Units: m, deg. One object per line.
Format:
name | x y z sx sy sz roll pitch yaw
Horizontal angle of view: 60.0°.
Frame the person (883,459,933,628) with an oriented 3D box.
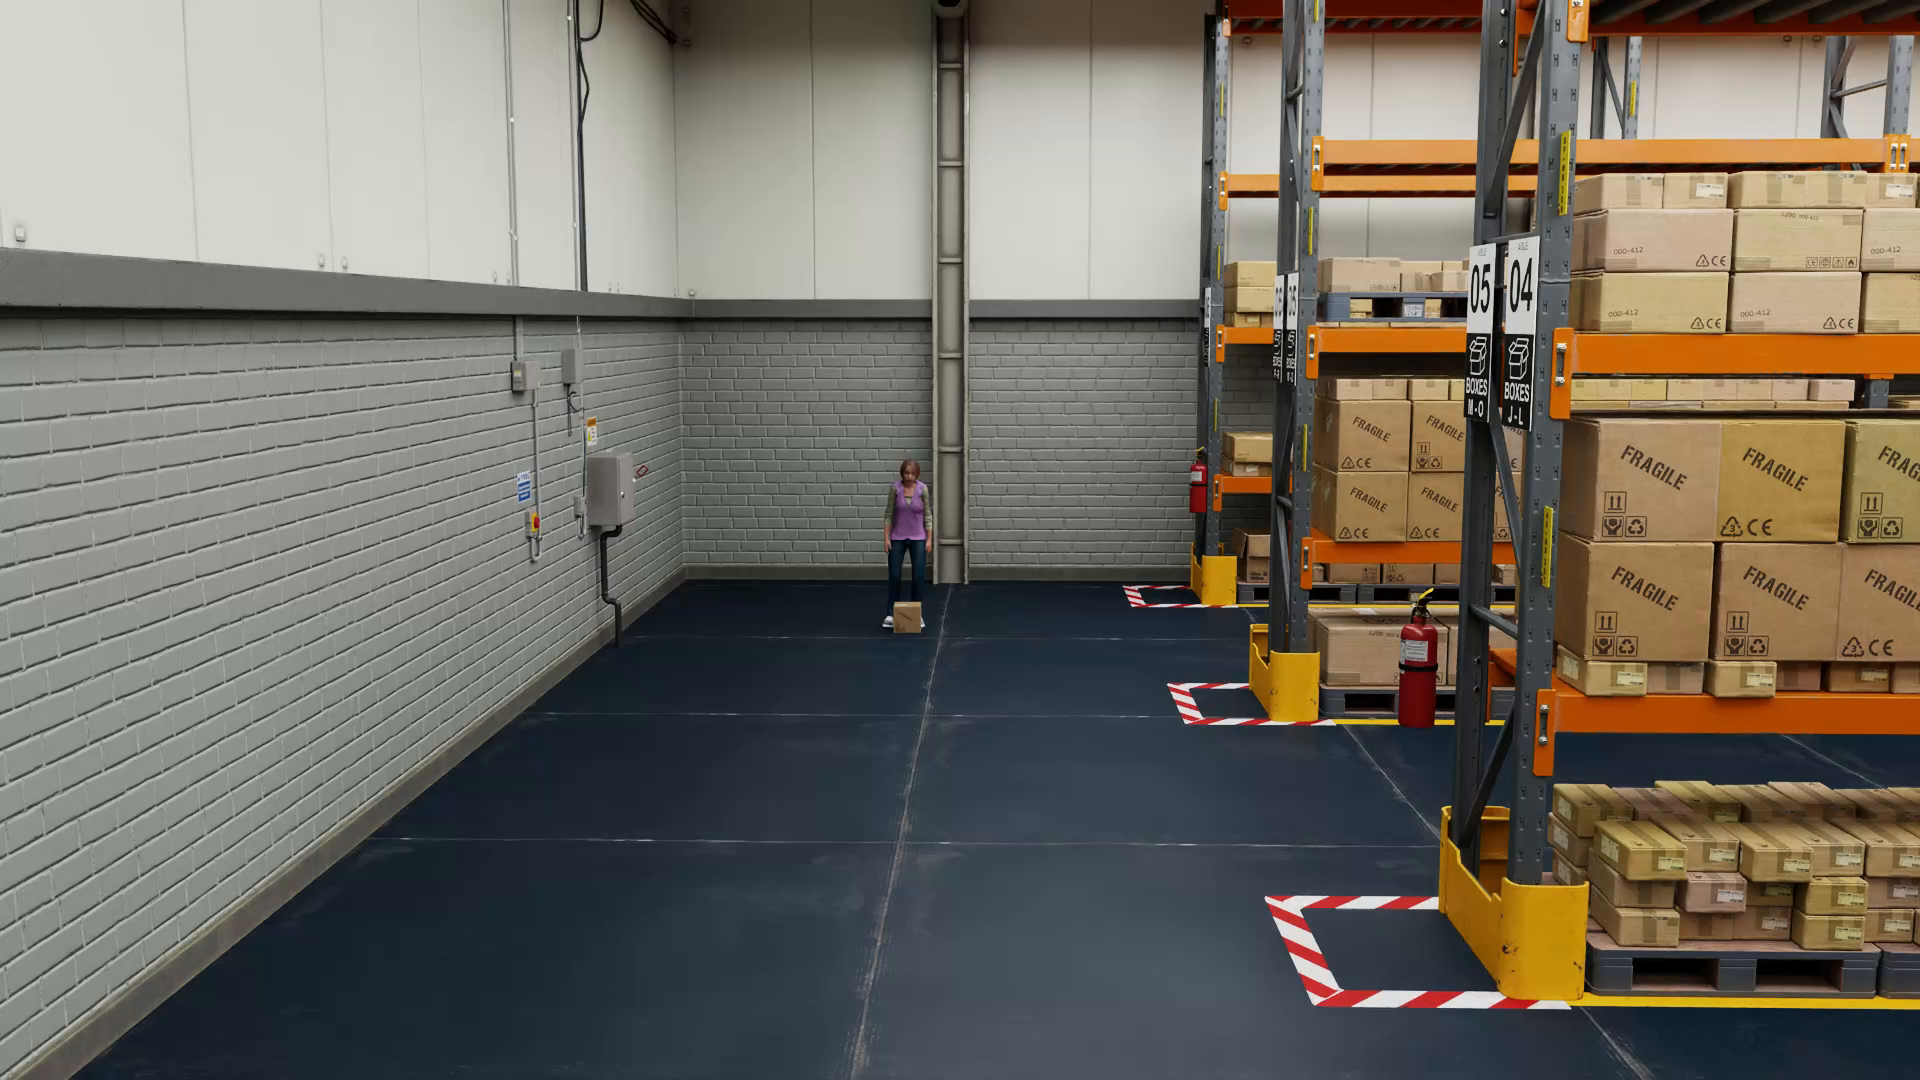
person | -0.493 0.024 15.648 0.474 1.592 0.346 0 7 -2
